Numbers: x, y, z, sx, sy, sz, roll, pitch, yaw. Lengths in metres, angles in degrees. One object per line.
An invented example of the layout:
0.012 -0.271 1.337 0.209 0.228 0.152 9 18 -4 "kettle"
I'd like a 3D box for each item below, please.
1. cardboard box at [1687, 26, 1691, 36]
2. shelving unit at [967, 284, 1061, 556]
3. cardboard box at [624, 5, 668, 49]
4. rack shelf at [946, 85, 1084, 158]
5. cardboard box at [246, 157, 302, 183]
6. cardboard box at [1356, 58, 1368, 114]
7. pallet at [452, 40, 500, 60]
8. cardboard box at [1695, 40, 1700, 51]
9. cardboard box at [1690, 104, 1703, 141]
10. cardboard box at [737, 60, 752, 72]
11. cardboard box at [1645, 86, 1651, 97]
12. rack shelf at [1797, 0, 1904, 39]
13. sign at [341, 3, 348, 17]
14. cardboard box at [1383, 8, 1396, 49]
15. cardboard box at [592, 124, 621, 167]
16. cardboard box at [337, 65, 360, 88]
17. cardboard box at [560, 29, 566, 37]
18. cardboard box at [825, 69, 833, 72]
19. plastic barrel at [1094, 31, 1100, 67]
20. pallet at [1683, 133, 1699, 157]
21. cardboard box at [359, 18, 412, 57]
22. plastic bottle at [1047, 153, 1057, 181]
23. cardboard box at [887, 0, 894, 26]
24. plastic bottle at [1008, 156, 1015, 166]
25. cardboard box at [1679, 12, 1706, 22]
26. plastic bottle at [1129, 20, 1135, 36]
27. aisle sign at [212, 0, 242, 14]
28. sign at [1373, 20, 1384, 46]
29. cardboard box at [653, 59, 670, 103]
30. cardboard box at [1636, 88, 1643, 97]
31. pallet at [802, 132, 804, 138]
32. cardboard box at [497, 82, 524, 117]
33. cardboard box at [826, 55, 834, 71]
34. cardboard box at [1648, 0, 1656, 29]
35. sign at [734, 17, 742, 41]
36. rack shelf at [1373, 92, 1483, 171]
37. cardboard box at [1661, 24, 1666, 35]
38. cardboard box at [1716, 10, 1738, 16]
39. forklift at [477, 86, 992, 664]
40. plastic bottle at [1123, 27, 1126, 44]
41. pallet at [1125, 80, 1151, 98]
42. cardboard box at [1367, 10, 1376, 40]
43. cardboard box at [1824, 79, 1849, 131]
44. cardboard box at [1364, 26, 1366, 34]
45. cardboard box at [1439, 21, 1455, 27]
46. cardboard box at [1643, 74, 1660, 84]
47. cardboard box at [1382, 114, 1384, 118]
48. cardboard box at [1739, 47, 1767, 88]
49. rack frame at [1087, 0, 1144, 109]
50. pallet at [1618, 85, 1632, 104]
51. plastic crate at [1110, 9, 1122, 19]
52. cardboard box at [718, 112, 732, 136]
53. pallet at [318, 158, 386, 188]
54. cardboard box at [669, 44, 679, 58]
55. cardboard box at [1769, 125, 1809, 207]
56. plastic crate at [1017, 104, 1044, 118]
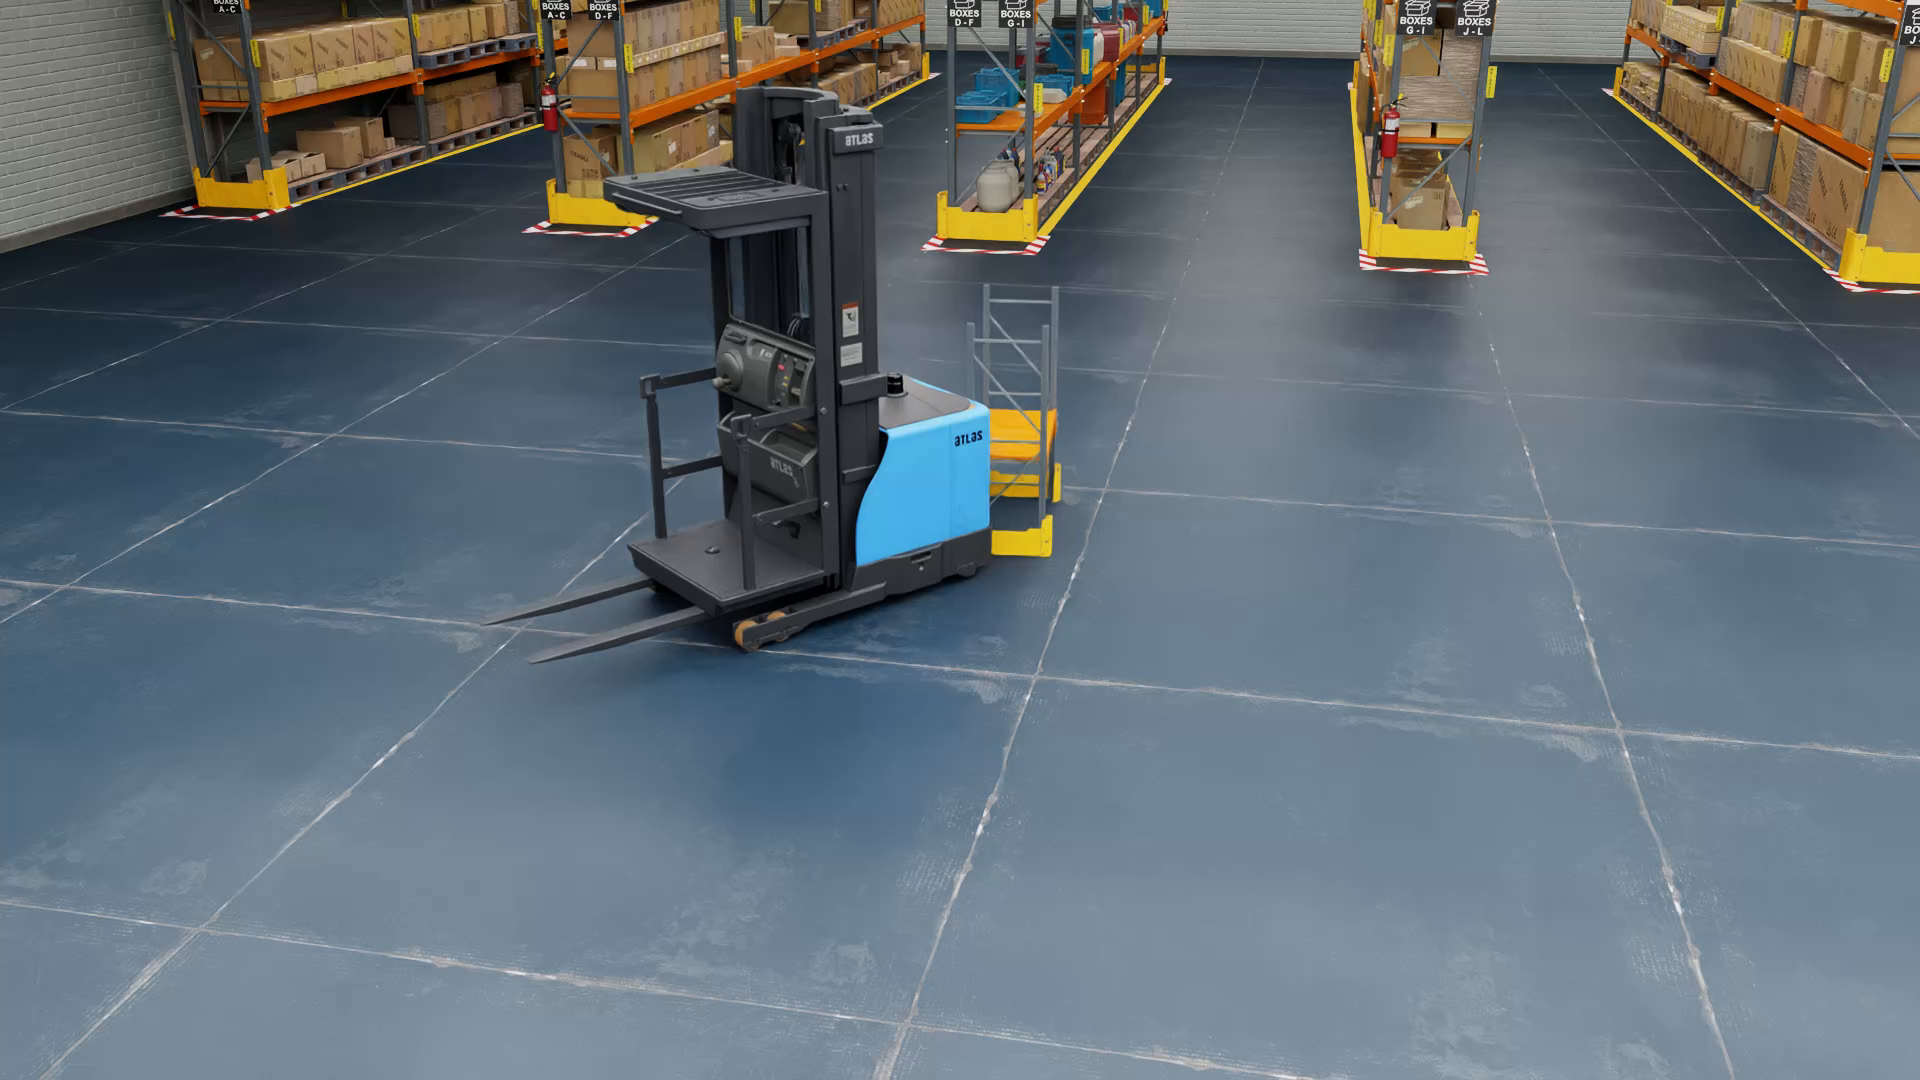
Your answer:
11.535 -7.910 25.856 0.380 0.149 0.250 4 22 11 "cardboard box"
0.348 -0.803 10.840 0.587 1.500 1.083 2 22 6 "shelving unit"
-4.170 -6.563 21.263 0.700 0.500 0.500 5 22 11 "cardboard box"
0.763 -5.367 21.127 1.077 0.370 4.000 4 22 11 "rack shelf"
-9.114 -4.927 22.083 0.500 0.311 0.500 2 22 5 "cardboard box"
7.360 -7.627 28.058 1.225 0.875 0.875 4 22 9 "cardboard box"
-8.075 -7.834 26.547 1.003 0.211 1.213 4 22 11 "pallet"
11.375 -7.487 25.202 0.380 0.149 0.250 4 22 11 "cardboard box"
11.550 -6.398 25.509 0.500 0.500 0.500 4 22 11 "cardboard box"
-3.296 -7.003 24.563 0.380 0.149 0.250 4 22 11 "cardboard box"
12.321 -7.914 29.345 0.380 0.149 0.250 4 22 9 "cardboard box"
10.447 -5.966 18.599 1.077 0.370 4.000 4 22 11 "rack shelf"
-9.071 -7.765 24.570 0.100 0.325 0.005 4 22 11 "sign"
5.579 -6.374 20.796 0.500 0.500 0.500 4 22 11 "cardboard box"
-4.485 -5.201 21.867 0.500 0.500 0.500 4 22 11 "cardboard box"
-8.626 -6.380 22.853 0.500 0.250 0.500 5 22 11 "cardboard box"
-7.245 -9.025 29.556 0.380 0.149 0.250 5 22 12 "cardboard box"
-2.589 -8.245 30.067 0.500 0.500 0.500 5 22 12 "cardboard box"
1.901 -7.400 25.063 0.421 0.512 0.421 0 22 0 "plastic barrel"
11.832 -6.094 25.703 1.003 0.211 1.213 4 22 11 "pallet"
-8.321 -7.278 24.081 0.500 0.500 0.500 4 22 11 "cardboard box"
1.217 -4.962 22.115 0.144 0.351 0.185 4 22 11 "plastic bottle"
-1.572 -10.136 31.873 0.500 0.500 0.500 5 22 12 "cardboard box"
0.689 -5.045 22.427 0.097 0.271 0.097 0 22 0 "plastic bottle"
11.694 -8.337 26.518 0.380 0.149 0.250 5 23 13 "cardboard box"
3.040 -9.131 29.678 0.152 0.276 0.135 4 22 11 "plastic bottle"
-9.064 -6.881 20.444 0.394 0.787 0.004 4 22 11 "aisle sign"
5.476 -6.633 21.757 0.100 0.325 0.005 4 22 11 "sign"
-4.176 -5.938 21.448 0.700 0.500 0.500 5 22 11 "cardboard box"
12.581 -8.166 30.370 0.380 0.149 0.250 4 22 11 "cardboard box"
-3.067 -6.682 27.163 1.003 0.211 1.213 4 22 11 "pallet"
-7.807 -7.427 28.038 0.700 0.500 0.500 5 22 12 "cardboard box"
-2.586 -8.605 29.958 0.500 0.250 0.500 5 22 11 "cardboard box"
12.520 -9.320 29.447 0.500 0.500 0.500 4 22 11 "cardboard box"
-3.133 -7.208 23.470 0.100 0.325 0.005 4 22 11 "sign"
5.612 -4.989 20.190 1.077 0.370 4.000 4 22 11 "rack shelf"
11.957 -8.534 27.803 0.380 0.149 0.250 3 22 8 "cardboard box"
12.435 -8.469 26.845 0.380 0.149 0.250 4 22 11 "cardboard box"
-1.269 -0.962 9.319 3.031 2.935 1.130 -17 27 -35 "forklift"
2.785 -8.595 28.335 0.061 0.283 0.133 4 22 11 "plastic bottle"
3.163 -8.784 32.381 1.003 0.211 1.213 4 22 11 "pallet"
7.314 -8.877 28.747 0.500 0.500 0.500 5 22 11 "cardboard box"
10.466 -4.980 19.004 0.875 0.550 0.500 4 22 11 "cardboard box"
7.499 -9.188 29.989 0.380 0.149 0.250 4 22 10 "cardboard box"
5.692 -5.602 18.879 0.500 0.500 0.500 4 22 11 "cardboard box"
12.457 -8.247 29.772 0.380 0.149 0.250 3 22 8 "cardboard box"
5.263 -5.152 19.966 0.380 0.149 0.250 4 22 11 "cardboard box"
11.007 -6.452 22.726 0.500 0.500 0.500 4 22 10 "cardboard box"
2.804 -9.358 30.074 1.000 3.000 0.127 4 22 11 "rack frame"
13.088 -8.412 31.459 1.003 0.211 1.213 4 22 11 "pallet"
2.918 -10.114 32.096 0.416 0.233 0.300 4 22 11 "plastic crate"
-3.349 -6.123 24.409 0.500 0.311 0.500 5 22 11 "cardboard box"
-8.876 -5.198 23.477 1.003 0.211 1.213 4 22 11 "pallet"
-3.888 -6.385 21.689 0.380 0.149 0.250 5 22 11 "cardboard box"
10.658 -4.624 20.601 0.875 0.875 0.875 5 22 12 "cardboard box"
0.853 -5.150 19.978 0.298 0.136 0.250 4 22 11 "plastic crate"
